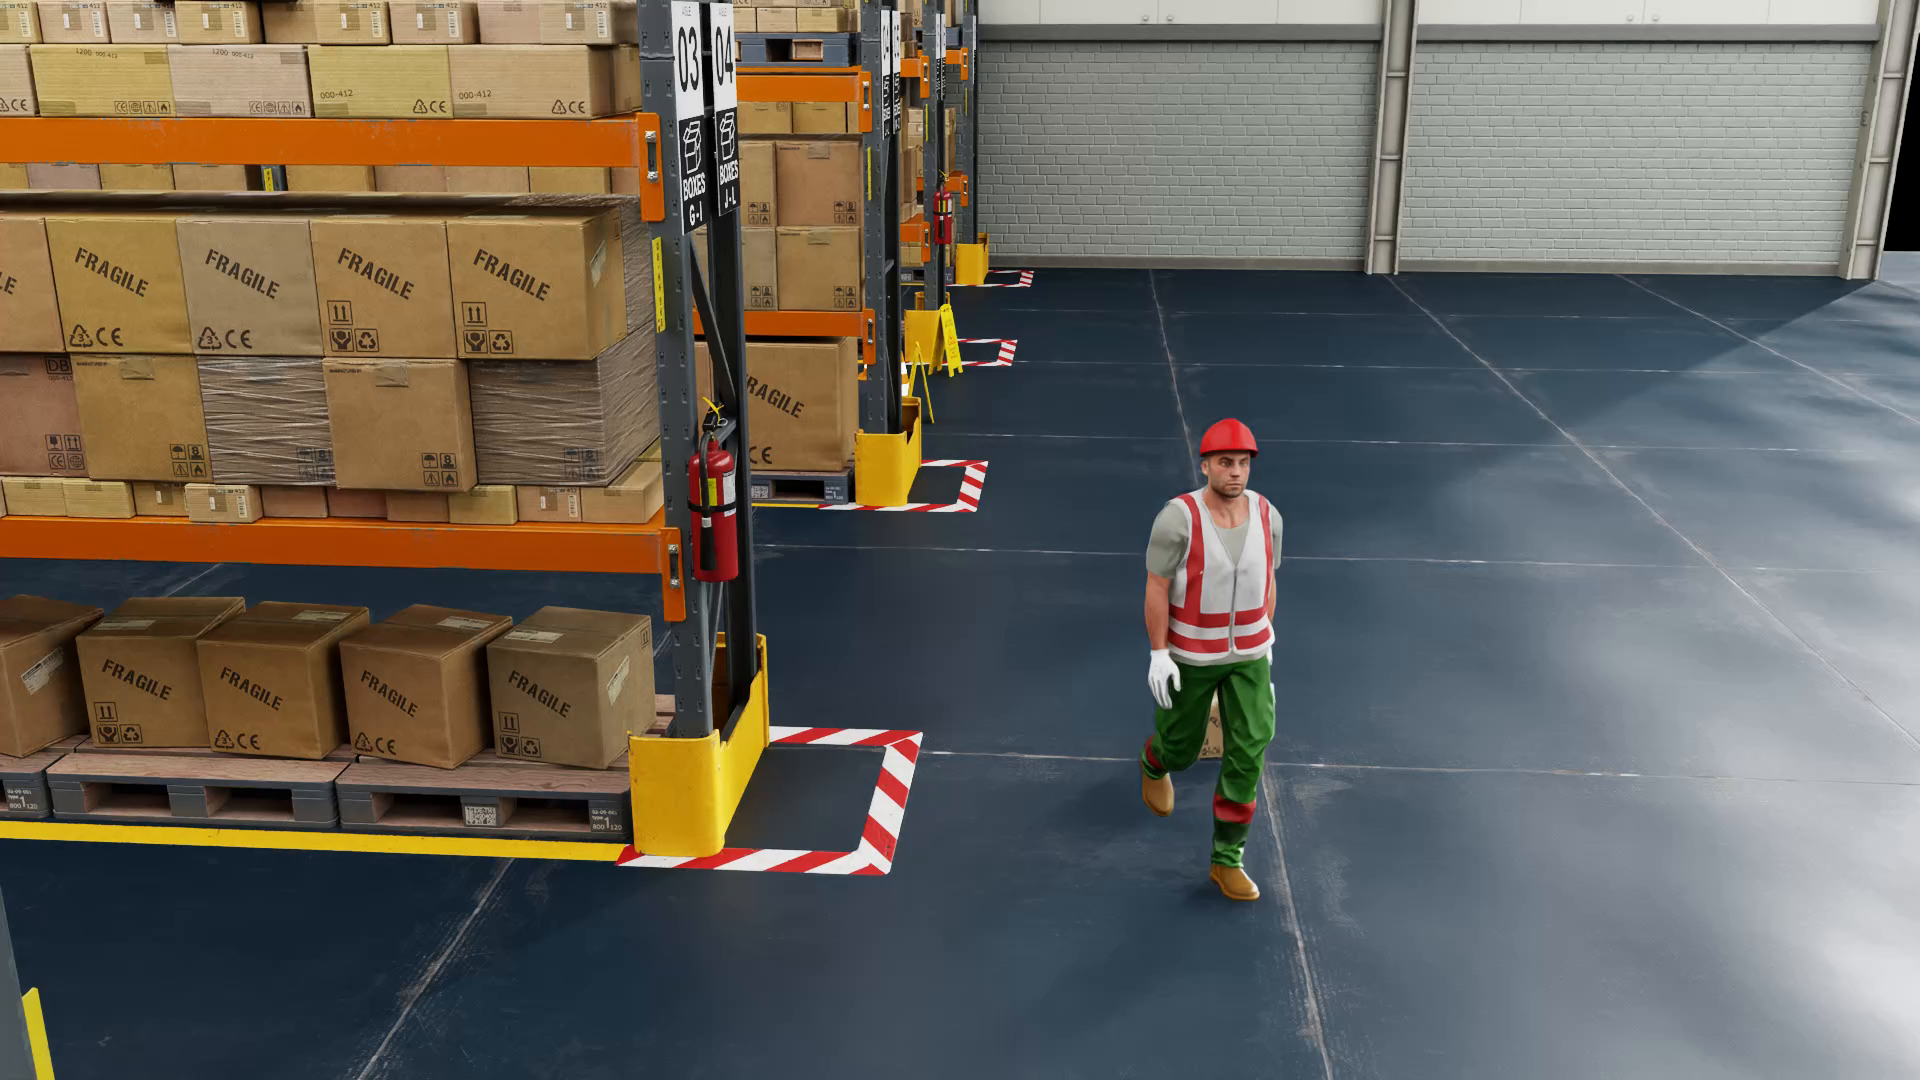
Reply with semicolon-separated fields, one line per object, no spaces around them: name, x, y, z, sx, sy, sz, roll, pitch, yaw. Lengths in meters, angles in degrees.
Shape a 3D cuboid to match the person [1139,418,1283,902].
person;0.929;0.395;6.228;0.543;1.764;0.887;-4;18;-12
